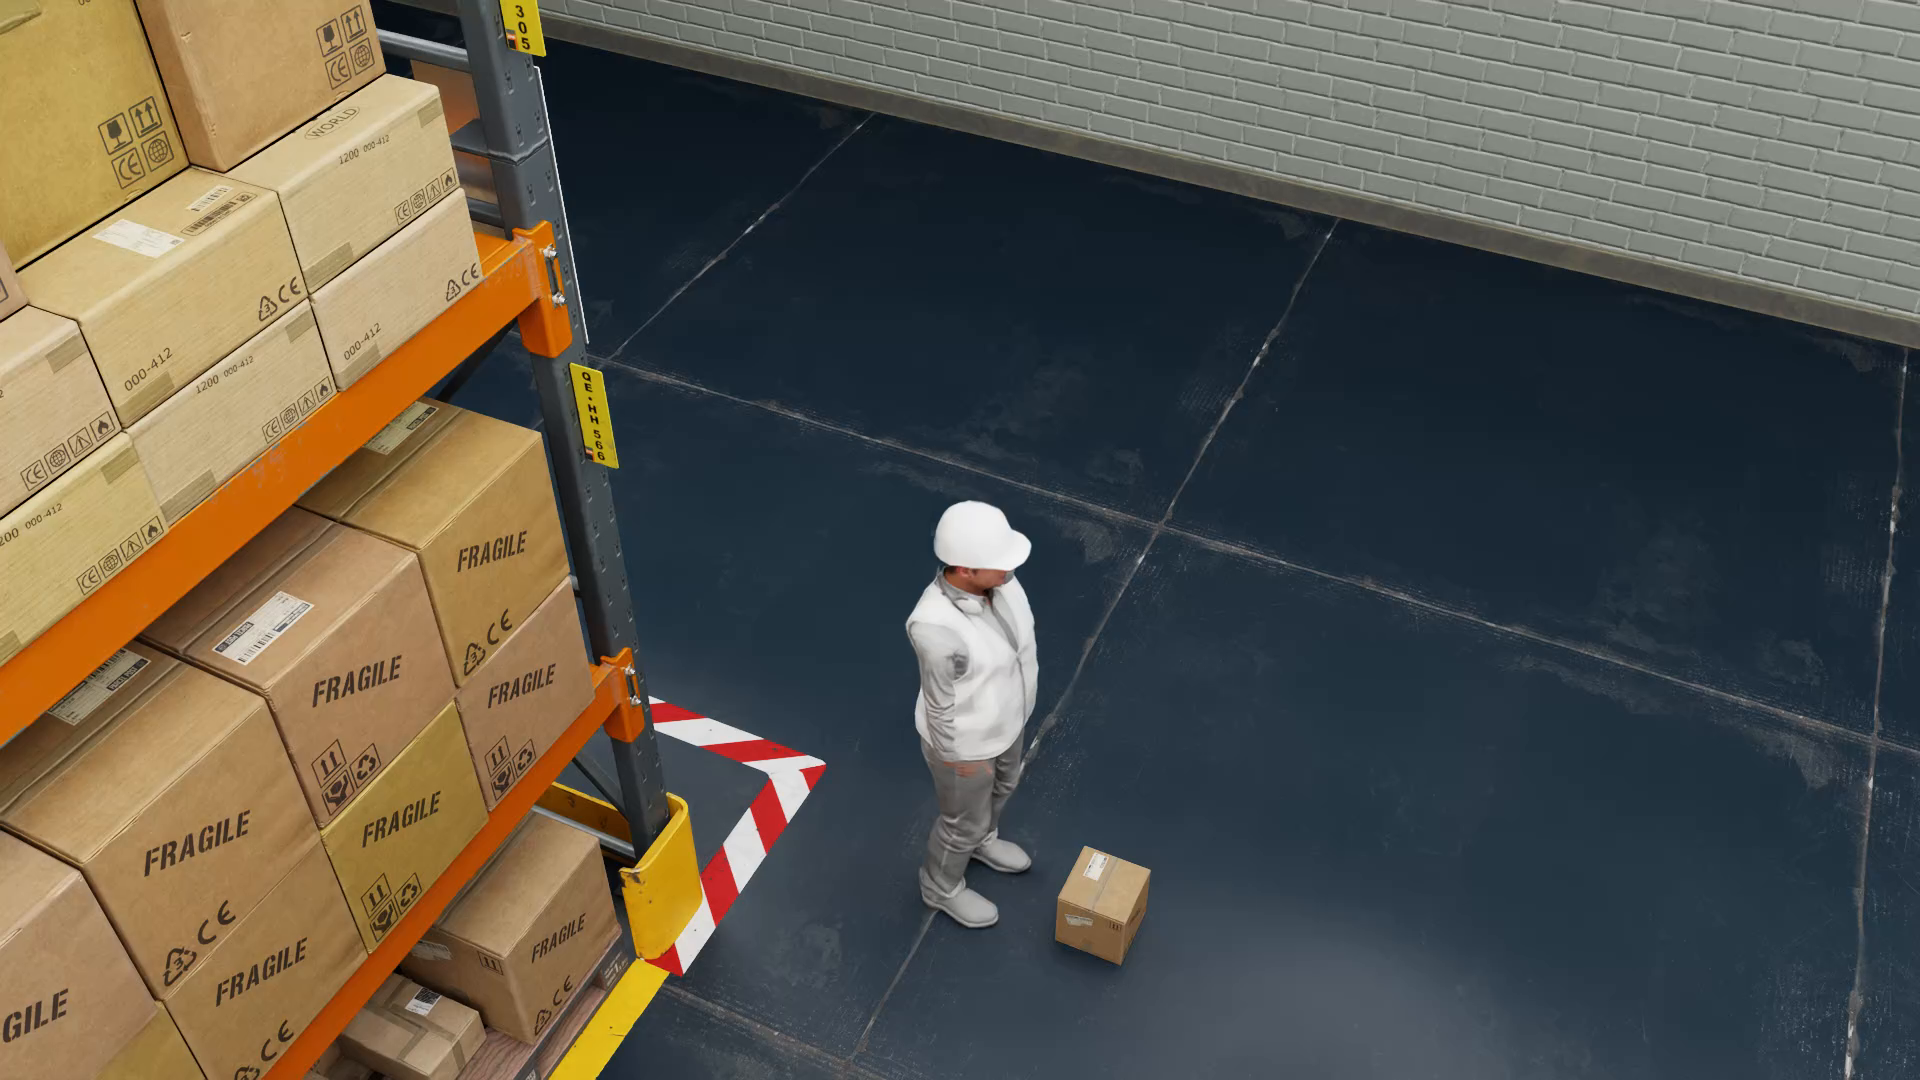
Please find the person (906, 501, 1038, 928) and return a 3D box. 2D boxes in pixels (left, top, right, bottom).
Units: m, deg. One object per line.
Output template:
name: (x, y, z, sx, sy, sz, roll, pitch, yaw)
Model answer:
person: (0.060, 0.571, 5.504, 0.360, 1.766, 0.532, 18, 45, 19)
